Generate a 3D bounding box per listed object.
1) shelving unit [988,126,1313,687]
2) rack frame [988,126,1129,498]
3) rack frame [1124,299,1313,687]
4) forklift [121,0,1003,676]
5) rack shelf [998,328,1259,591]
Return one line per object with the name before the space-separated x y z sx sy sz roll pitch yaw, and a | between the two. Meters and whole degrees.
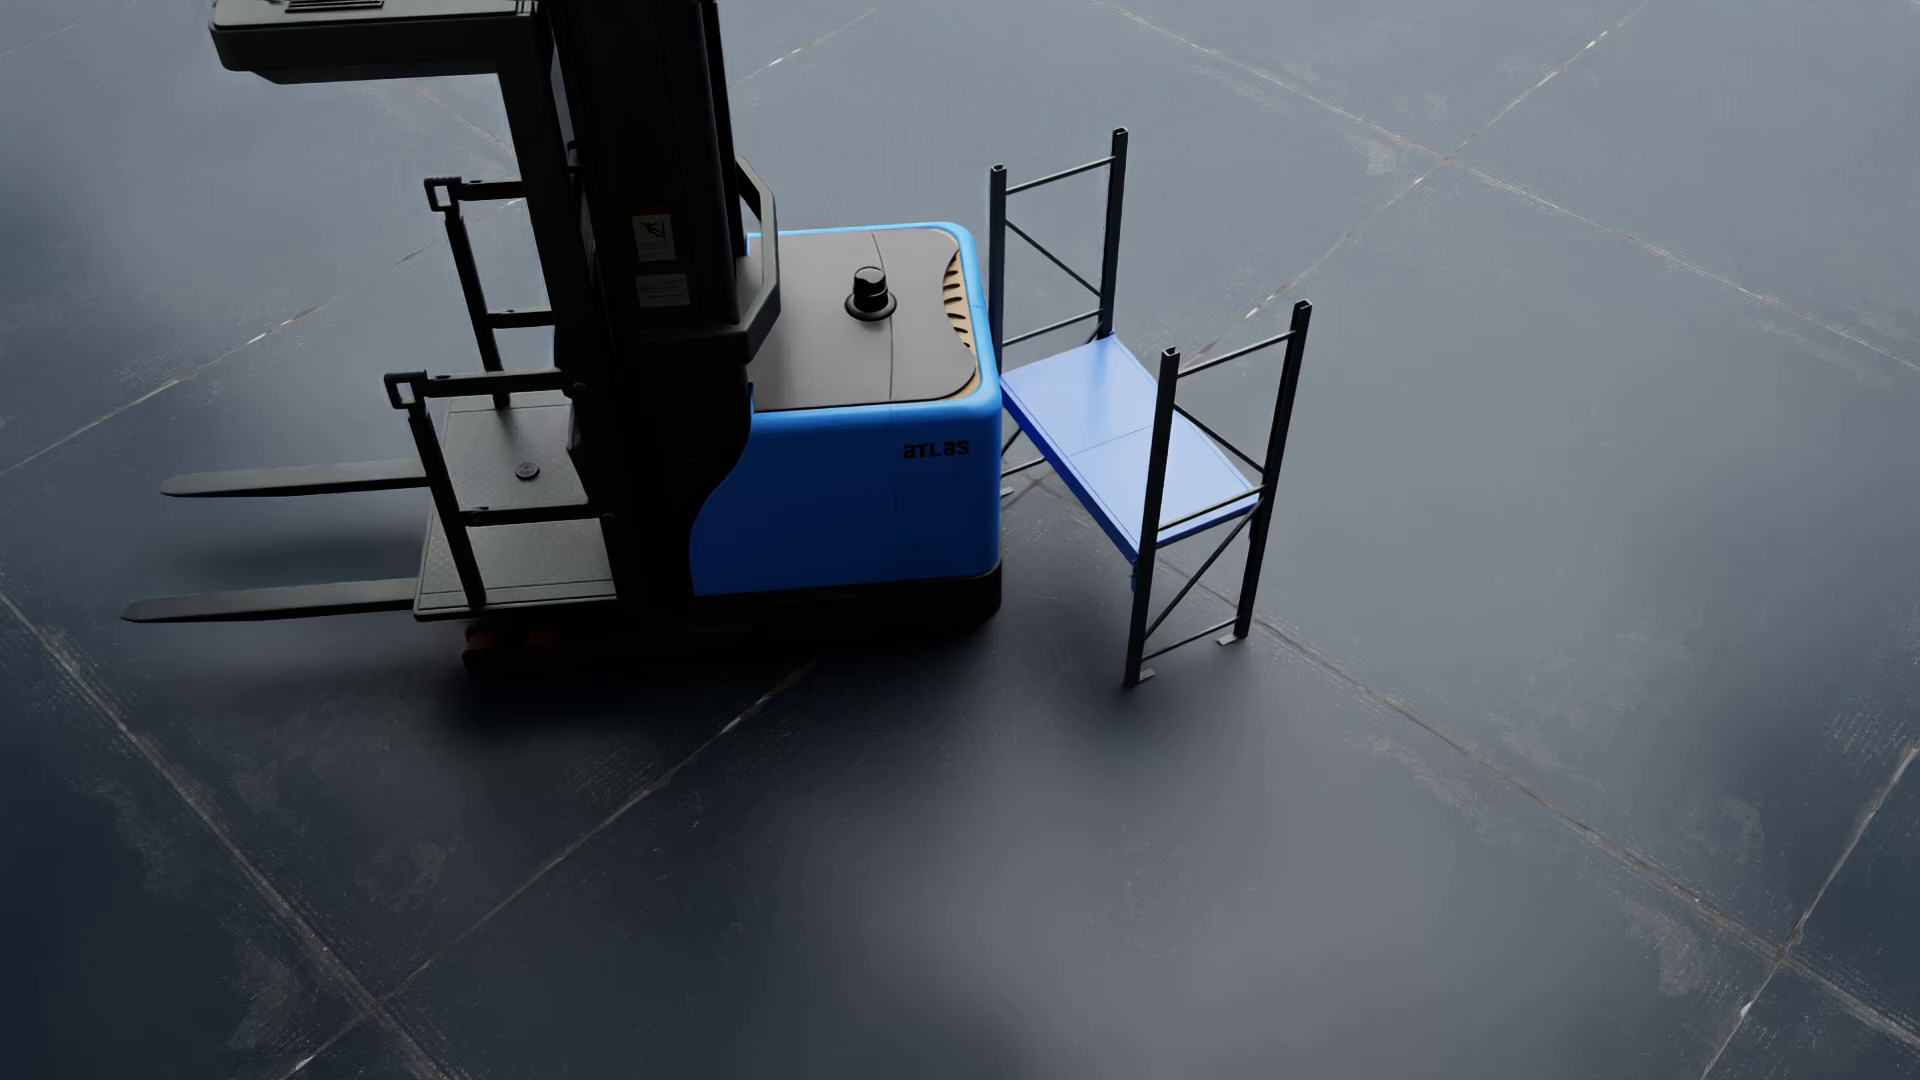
shelving unit | 0.562 -0.425 5.621 0.538 1.500 1.048 -21 50 -19
rack frame | 0.325 -0.753 5.929 0.500 1.500 0.032 -21 50 -19
rack frame | 0.798 -0.097 5.313 0.500 1.500 0.032 -21 50 -19
forklift | -1.403 -0.936 5.119 3.031 2.935 1.130 -4 47 -4
rack shelf | 0.562 -0.302 5.752 0.538 0.185 1.000 -21 50 -19
